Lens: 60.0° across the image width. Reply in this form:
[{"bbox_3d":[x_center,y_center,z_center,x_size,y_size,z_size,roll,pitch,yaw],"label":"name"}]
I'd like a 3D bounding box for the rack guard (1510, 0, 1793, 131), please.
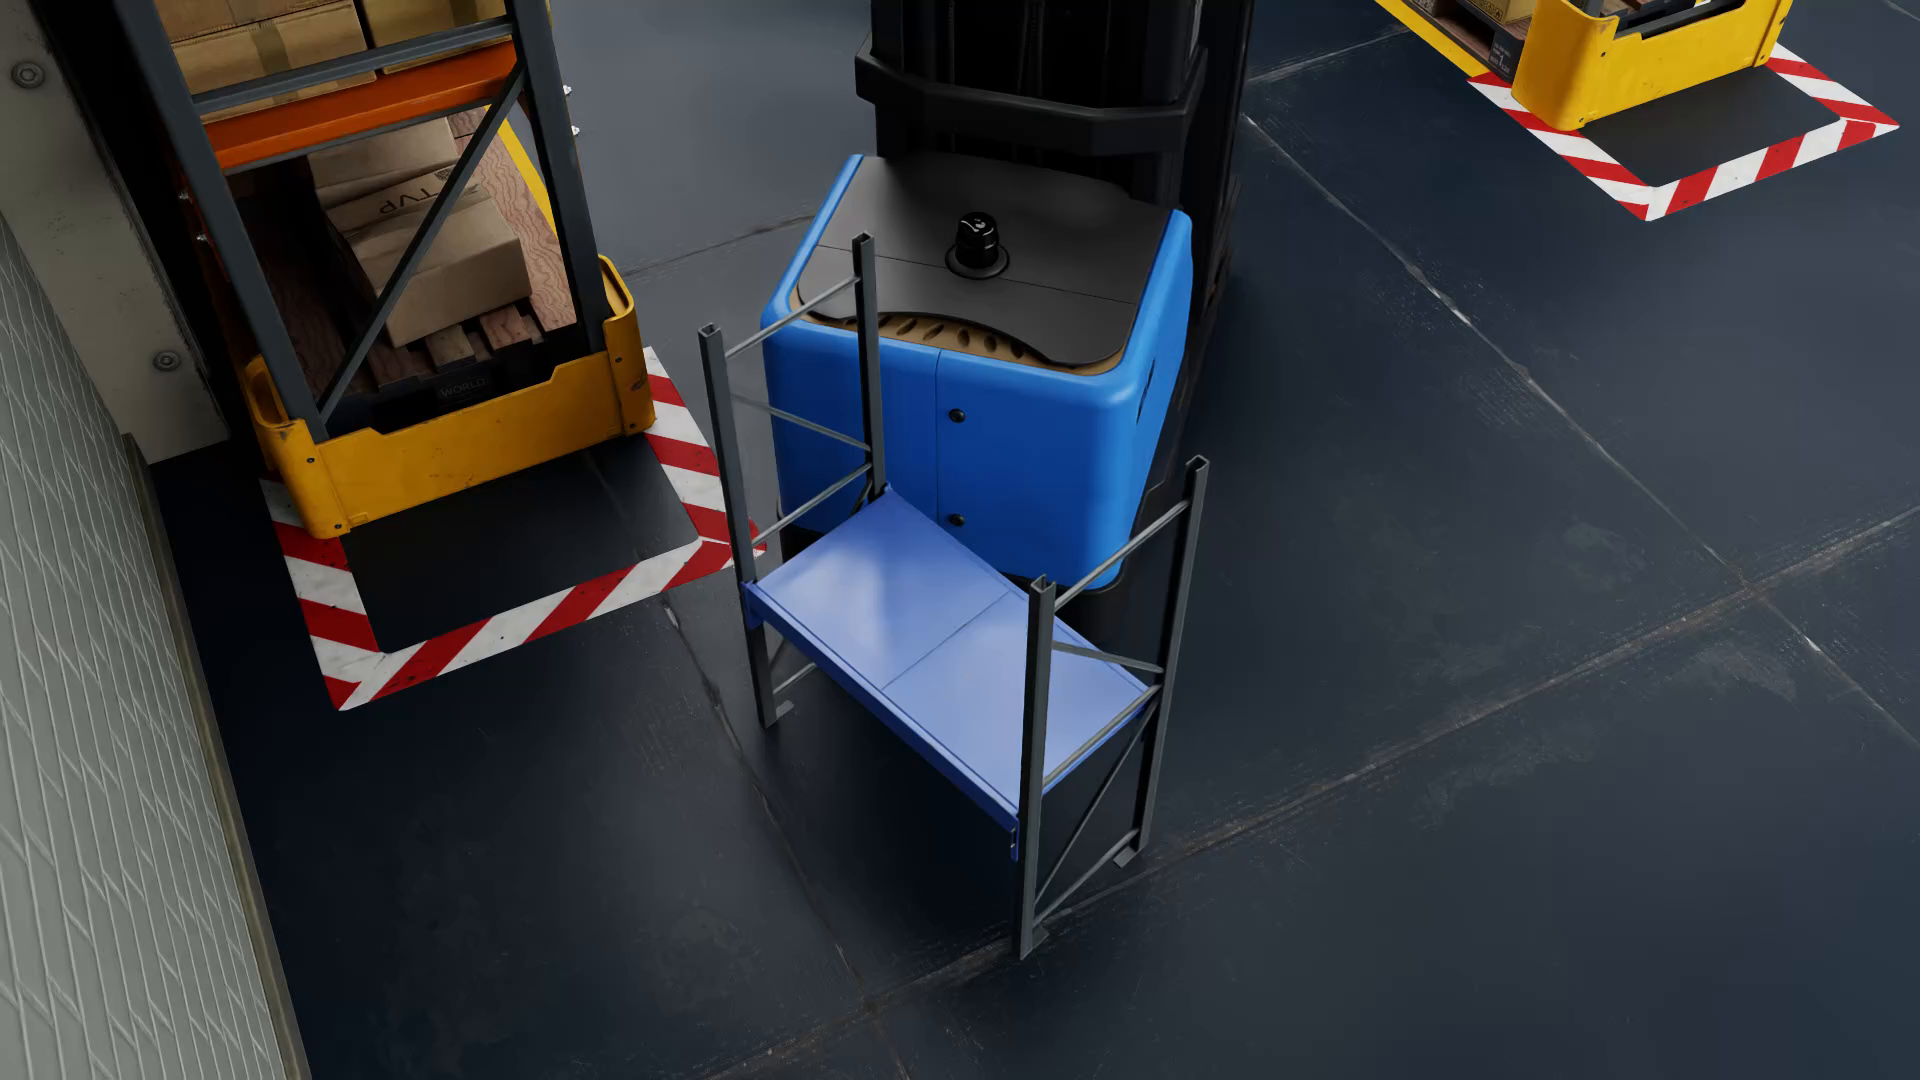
[{"bbox_3d":[2.847,-2.107,6.761,1.175,0.500,0.348,-21,52,-18],"label":"rack guard"}]

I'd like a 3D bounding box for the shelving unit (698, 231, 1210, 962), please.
[{"bbox_3d":[-0.034,0.183,4.093,0.538,1.500,1.048,-36,58,-27],"label":"shelving unit"}]

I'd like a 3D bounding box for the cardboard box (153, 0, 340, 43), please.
[{"bbox_3d":[-1.972,-1.684,4.318,0.500,0.500,0.500,-22,52,-18],"label":"cardboard box"}]

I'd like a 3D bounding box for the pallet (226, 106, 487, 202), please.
[{"bbox_3d":[-2.497,-1.742,6.633,1.003,0.211,1.213,-21,52,-18],"label":"pallet"}]

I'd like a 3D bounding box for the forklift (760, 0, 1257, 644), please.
[{"bbox_3d":[0.355,-1.793,4.871,1.130,2.935,3.031,12,50,11],"label":"forklift"}]

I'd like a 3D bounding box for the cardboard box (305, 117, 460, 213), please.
[{"bbox_3d":[-2.065,-1.373,5.952,0.500,0.311,0.500,-17,51,-15],"label":"cardboard box"}]

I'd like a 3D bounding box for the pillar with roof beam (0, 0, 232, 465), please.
[{"bbox_3d":[1.171,-4.866,3.528,9.100,9.000,0.400,-21,52,-18],"label":"pillar with roof beam"}]

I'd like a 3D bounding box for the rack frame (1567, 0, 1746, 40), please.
[{"bbox_3d":[2.836,-2.946,5.834,1.000,3.000,0.127,-21,52,-18],"label":"rack frame"}]

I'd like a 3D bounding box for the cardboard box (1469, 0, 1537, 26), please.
[{"bbox_3d":[2.327,-2.437,6.936,0.500,0.250,0.500,-21,52,-18],"label":"cardboard box"}]

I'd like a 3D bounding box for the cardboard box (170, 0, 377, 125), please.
[{"bbox_3d":[-1.954,-1.441,4.604,0.500,0.250,0.500,-20,52,-17],"label":"cardboard box"}]

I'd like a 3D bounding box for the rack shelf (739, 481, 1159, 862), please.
[{"bbox_3d":[-0.034,0.302,4.229,0.538,0.185,1.000,-36,58,-27],"label":"rack shelf"}]

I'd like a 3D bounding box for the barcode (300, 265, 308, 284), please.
[{"bbox_3d":[-2.168,-0.869,5.505,0.001,0.075,0.075,-21,52,-18],"label":"barcode"}]

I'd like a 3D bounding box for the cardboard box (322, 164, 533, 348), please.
[{"bbox_3d":[-1.804,-0.991,5.618,0.500,0.311,0.500,-27,54,-21],"label":"cardboard box"}]

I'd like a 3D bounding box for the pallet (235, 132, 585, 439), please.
[{"bbox_3d":[-1.942,-0.926,5.920,1.003,0.211,1.213,-21,52,-18],"label":"pallet"}]

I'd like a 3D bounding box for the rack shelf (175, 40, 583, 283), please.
[{"bbox_3d":[-2.483,-2.339,5.781,1.077,0.370,4.000,-21,52,-18],"label":"rack shelf"}]

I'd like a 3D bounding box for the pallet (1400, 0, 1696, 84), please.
[{"bbox_3d":[2.448,-2.526,7.319,1.003,0.211,1.213,-21,52,-18],"label":"pallet"}]

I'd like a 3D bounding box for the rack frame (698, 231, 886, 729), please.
[{"bbox_3d":[-0.389,-0.090,4.333,0.500,1.500,0.032,-36,58,-27],"label":"rack frame"}]

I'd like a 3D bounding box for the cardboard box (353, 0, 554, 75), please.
[{"bbox_3d":[-1.508,-1.631,4.770,0.500,0.250,0.500,-23,53,-19],"label":"cardboard box"}]

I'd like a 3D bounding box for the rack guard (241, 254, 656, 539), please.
[{"bbox_3d":[-1.602,-0.466,5.325,1.175,0.500,0.348,-21,52,-18],"label":"rack guard"}]

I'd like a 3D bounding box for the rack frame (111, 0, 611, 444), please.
[{"bbox_3d":[-1.567,-1.238,4.340,1.000,3.000,0.127,-21,52,-18],"label":"rack frame"}]

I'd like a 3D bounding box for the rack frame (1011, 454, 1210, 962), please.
[{"bbox_3d":[0.322,0.456,3.854,0.500,1.500,0.032,-36,58,-27],"label":"rack frame"}]
